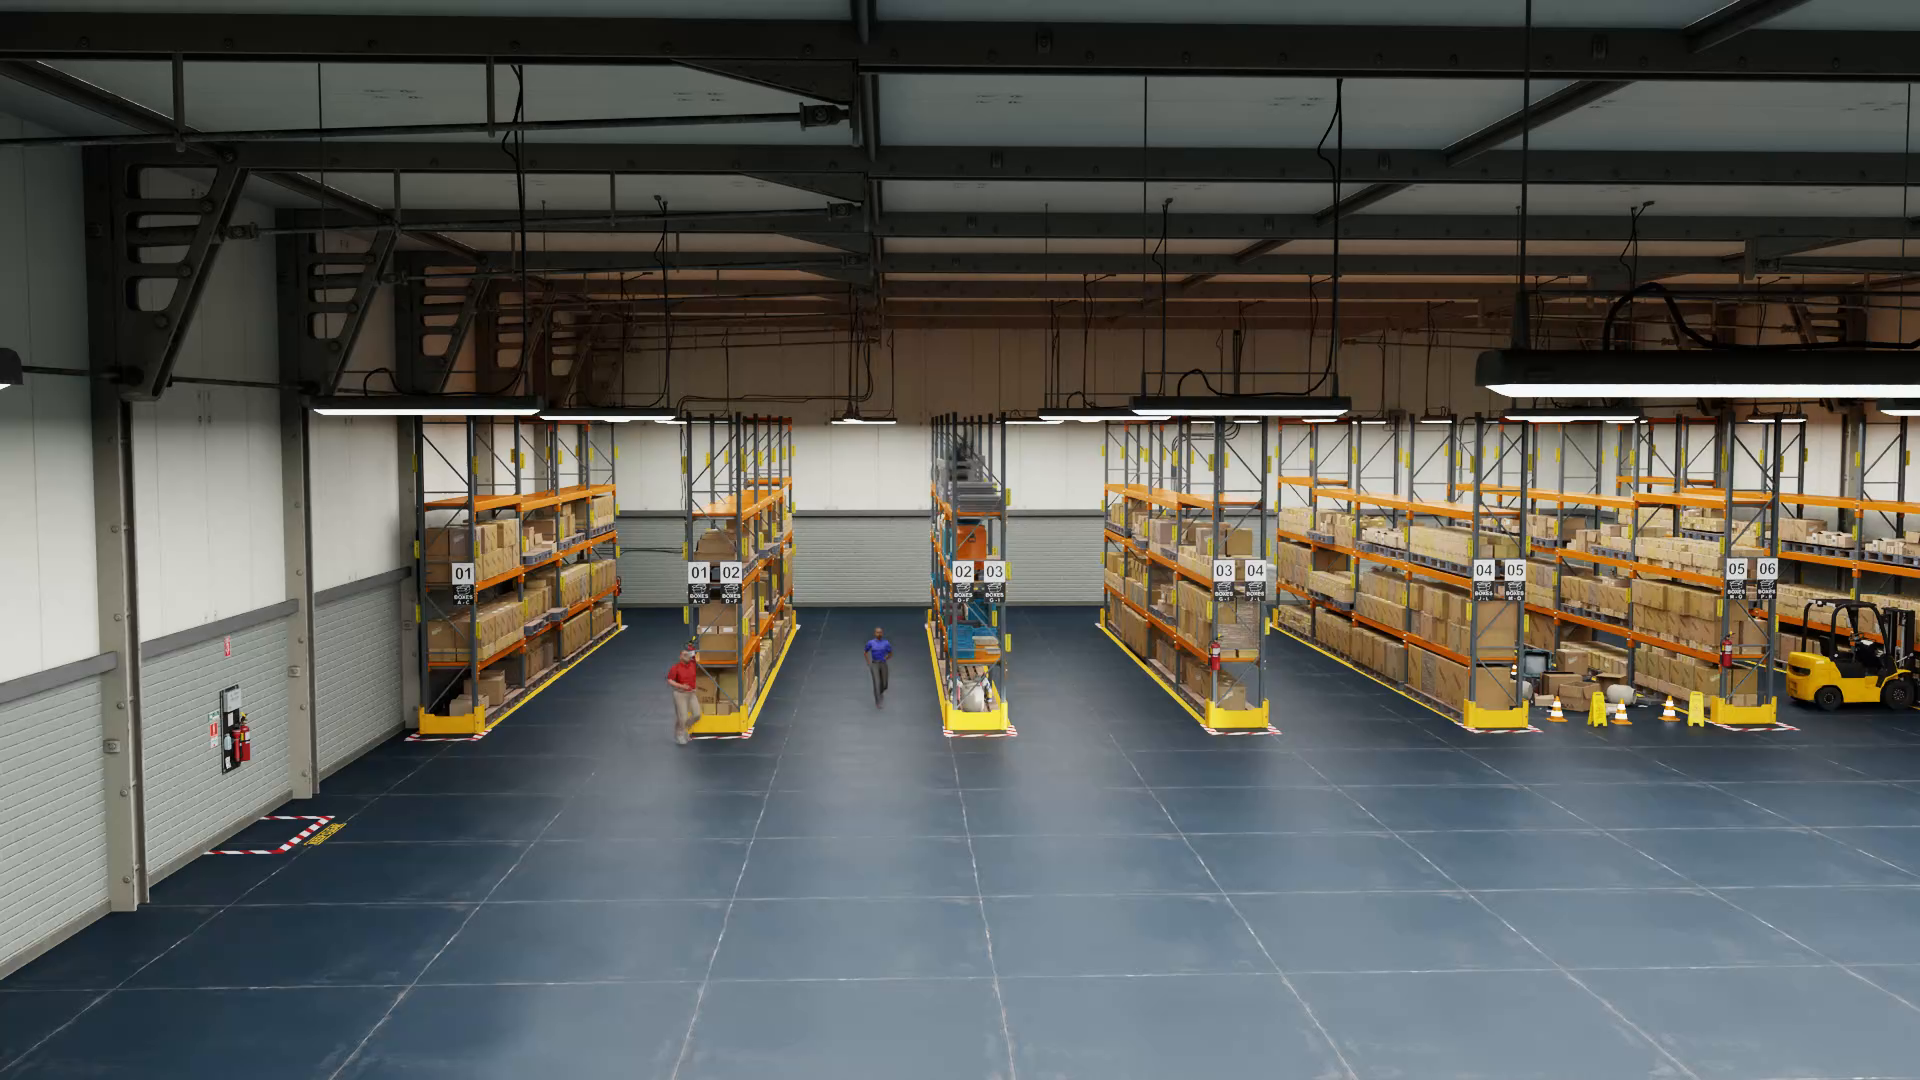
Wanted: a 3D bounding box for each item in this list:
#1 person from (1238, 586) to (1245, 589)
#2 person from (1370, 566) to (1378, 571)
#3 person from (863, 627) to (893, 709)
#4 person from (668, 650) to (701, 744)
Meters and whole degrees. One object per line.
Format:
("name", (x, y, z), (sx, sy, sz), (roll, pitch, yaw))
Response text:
("person", (7.839, 1.698, 46.730), (0.695, 1.696, 0.611), (0, 4, 4))
("person", (12.268, 1.562, 49.192), (0.818, 1.598, 0.547), (0, 4, -4))
("person", (-1.667, 2.638, 33.990), (0.588, 1.534, 0.834), (-1, 4, -12))
("person", (-4.915, 2.832, 29.977), (0.560, 1.707, 0.665), (4, 5, 44))
